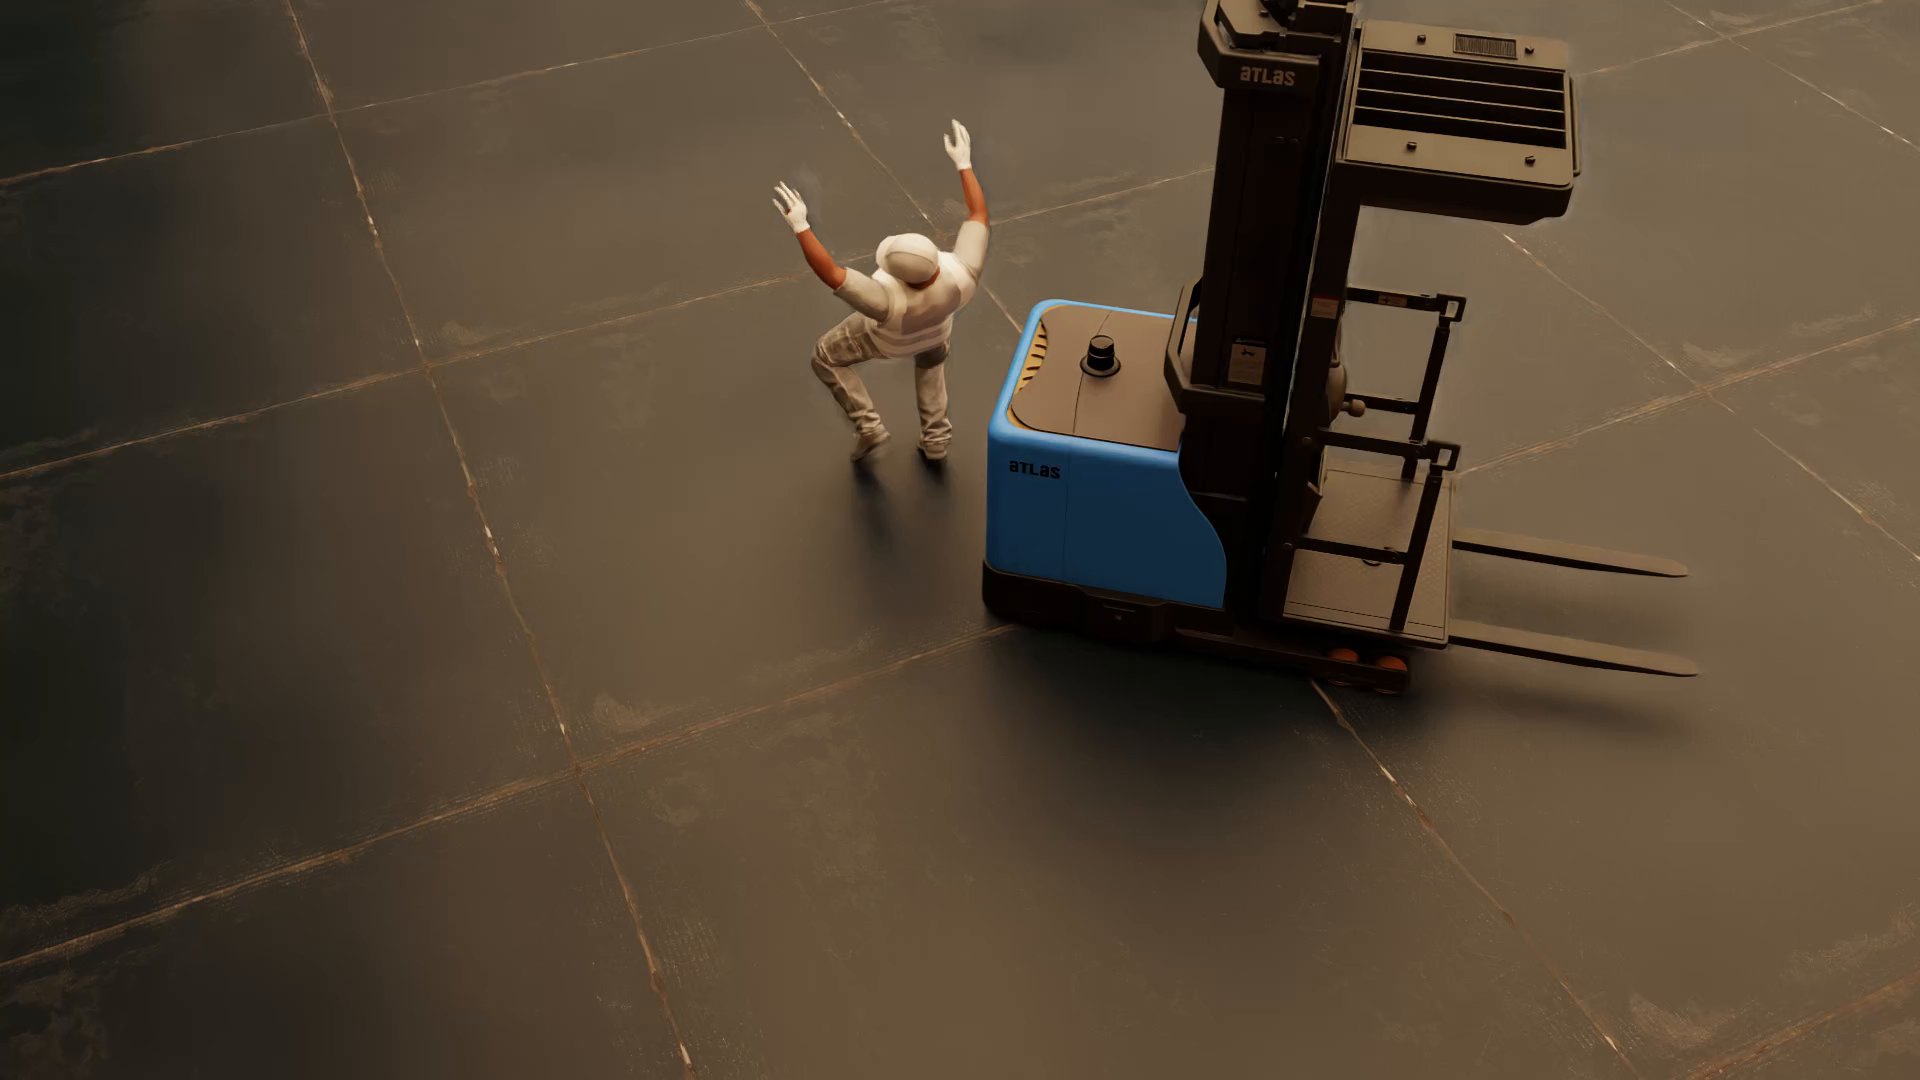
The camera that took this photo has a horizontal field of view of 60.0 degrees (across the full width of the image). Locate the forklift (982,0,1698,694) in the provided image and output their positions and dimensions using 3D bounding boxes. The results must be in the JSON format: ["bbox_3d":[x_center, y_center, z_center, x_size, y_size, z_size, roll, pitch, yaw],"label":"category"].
[{"bbox_3d":[1.674,-0.816,6.555,3.031,2.935,1.130,10,44,10],"label":"forklift"}]

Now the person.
[{"bbox_3d":[-0.328,-0.994,7.693,0.994,1.649,0.771,-16,45,-17],"label":"person"}]
